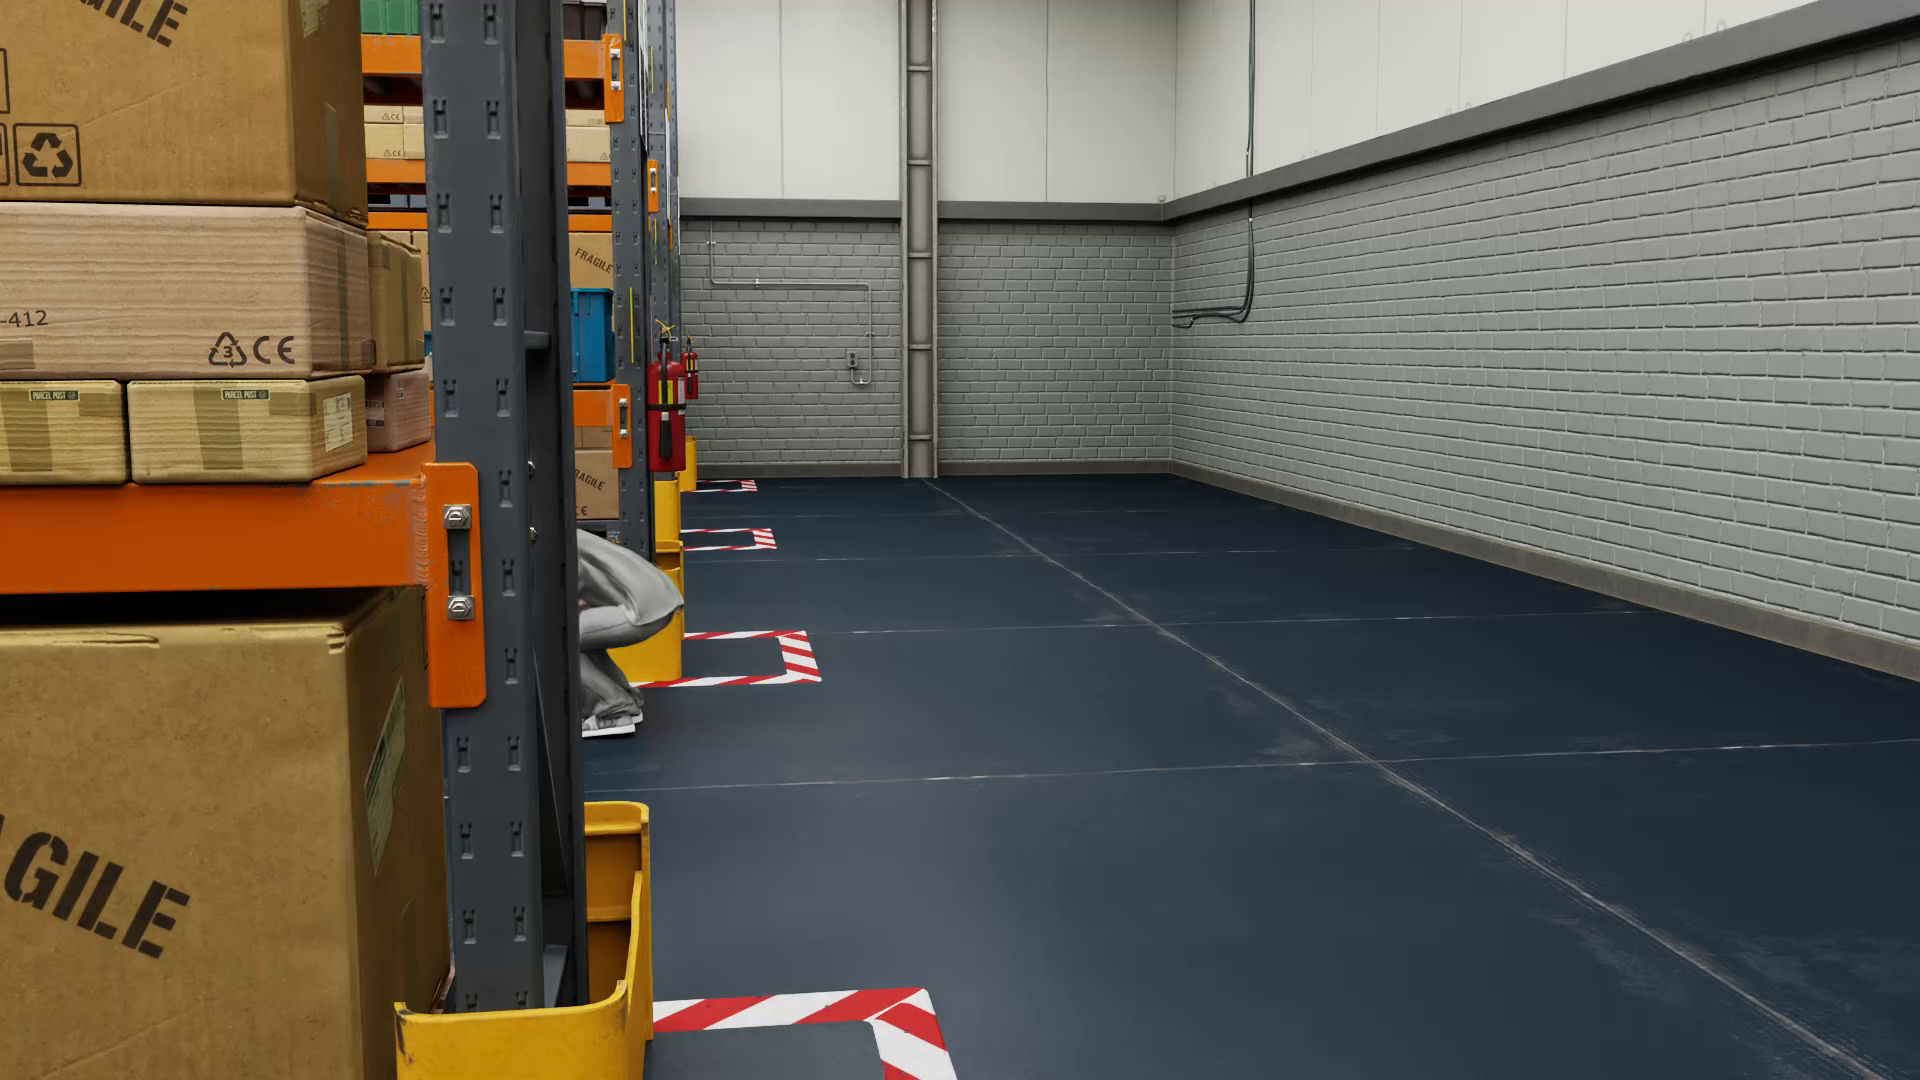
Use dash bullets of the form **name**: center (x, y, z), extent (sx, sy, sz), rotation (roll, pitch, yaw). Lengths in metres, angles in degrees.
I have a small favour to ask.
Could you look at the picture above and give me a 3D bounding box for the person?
- **person**: center (-1.524, 0.306, 6.477), extent (0.888, 0.890, 0.417), rotation (1, 7, 5)
